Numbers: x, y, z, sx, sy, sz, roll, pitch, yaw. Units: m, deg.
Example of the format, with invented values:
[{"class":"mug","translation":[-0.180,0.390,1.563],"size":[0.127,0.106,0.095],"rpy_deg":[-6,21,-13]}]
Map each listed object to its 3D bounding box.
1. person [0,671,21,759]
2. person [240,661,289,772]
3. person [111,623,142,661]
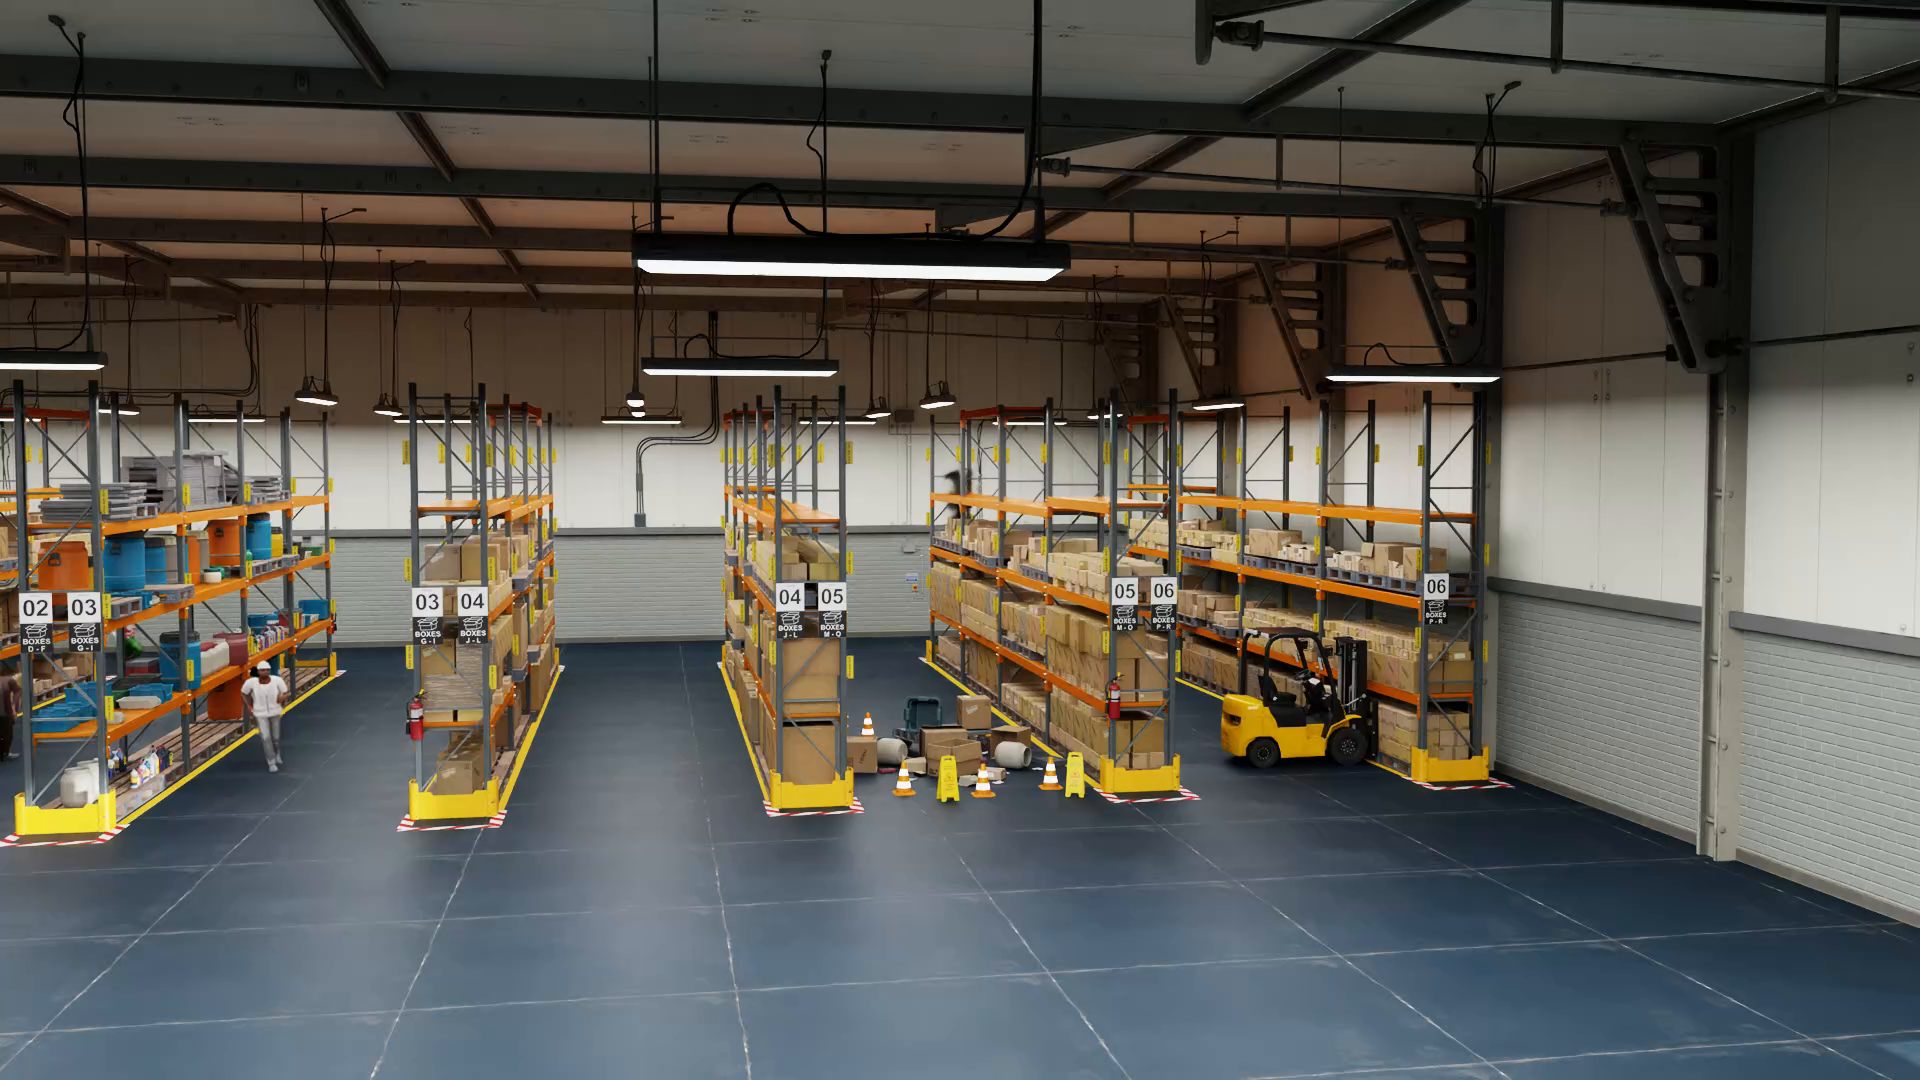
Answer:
[{"class":"person","translation":[-15.613,2.822,26.978],"size":[0.827,1.653,0.785],"rpy_deg":[2,4,39]},{"class":"person","translation":[-11.017,2.774,26.409],"size":[0.696,1.738,0.870],"rpy_deg":[-2,3,-33]},{"class":"person","translation":[-19.136,2.227,38.165],"size":[0.716,1.733,0.786],"rpy_deg":[0,3,2]}]
